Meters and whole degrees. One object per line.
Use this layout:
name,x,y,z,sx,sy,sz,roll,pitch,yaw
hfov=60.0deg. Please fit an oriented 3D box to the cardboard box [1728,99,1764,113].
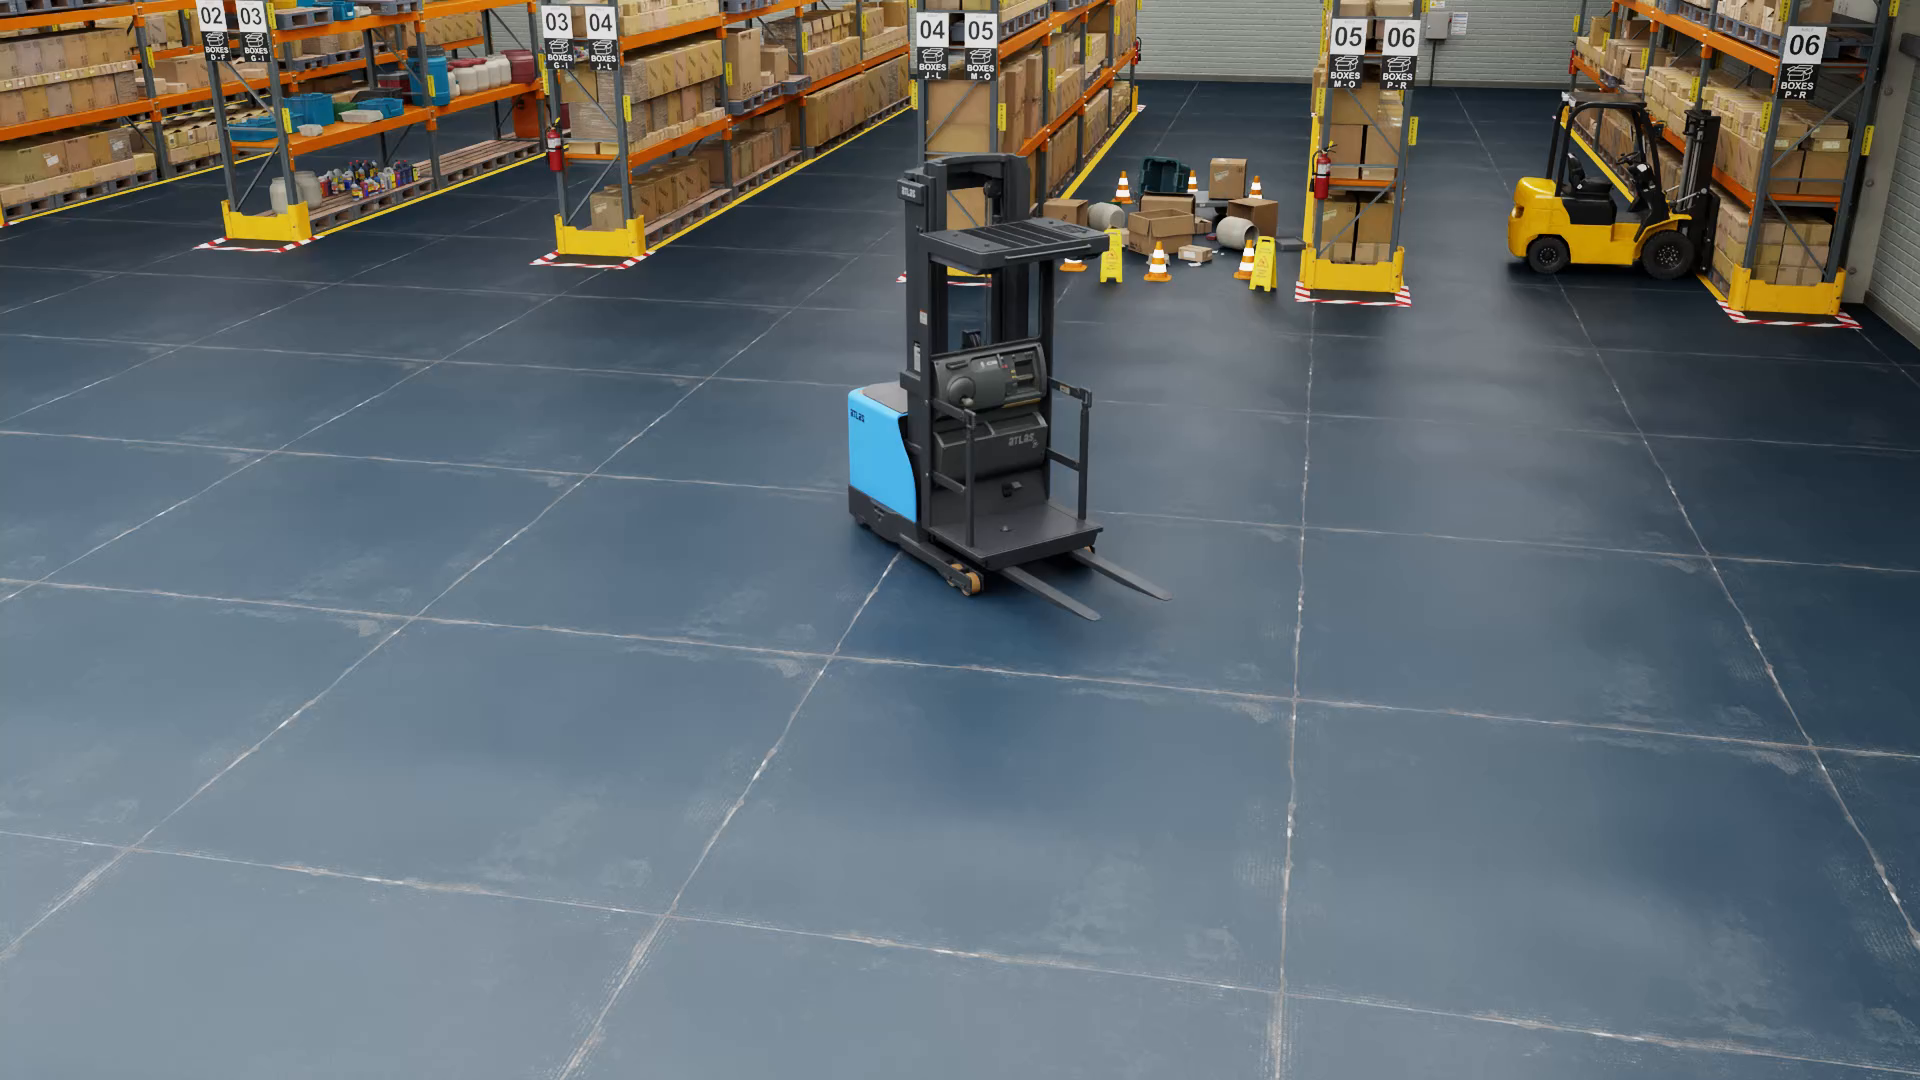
cardboard box,9.976,-5.497,21.087,0.380,0.149,0.250,4,22,11

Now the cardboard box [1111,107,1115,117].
cardboard box,2.810,-8.345,32.414,0.380,0.149,0.250,5,23,13

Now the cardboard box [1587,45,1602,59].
cardboard box,12.322,-9.336,31.822,0.500,0.250,0.500,4,22,10

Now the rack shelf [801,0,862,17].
rack shelf,-2.821,-9.968,30.535,1.077,0.370,4.000,4,22,11

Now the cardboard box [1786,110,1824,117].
cardboard box,10.199,-5.090,20.077,0.380,0.149,0.250,5,23,13

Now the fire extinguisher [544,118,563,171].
fire extinguisher,-5.336,-5.210,21.878,0.296,0.674,0.183,4,22,11

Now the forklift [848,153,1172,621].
forklift,0.340,-1.164,11.820,1.130,2.935,3.031,-14,26,-30

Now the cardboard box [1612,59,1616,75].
cardboard box,11.490,-8.162,28.723,0.396,0.266,0.258,6,23,14

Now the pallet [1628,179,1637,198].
pallet,11.127,-5.454,26.114,1.003,0.211,1.213,4,22,11

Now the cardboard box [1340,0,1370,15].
cardboard box,4.711,-6.379,19.932,0.380,0.149,0.250,5,22,12

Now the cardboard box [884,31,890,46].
cardboard box,-1.745,-10.413,34.495,0.500,0.250,0.500,4,22,11

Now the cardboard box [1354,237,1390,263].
cardboard box,5.276,-3.690,21.120,0.500,0.250,0.500,4,22,10

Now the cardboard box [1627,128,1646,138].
cardboard box,11.211,-6.684,27.351,0.380,0.149,0.250,3,22,8

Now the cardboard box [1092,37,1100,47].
cardboard box,2.370,-9.130,30.486,0.380,0.149,0.250,4,22,11

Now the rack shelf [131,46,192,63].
rack shelf,-17.368,-9.709,33.908,1.077,0.370,4.000,4,22,11

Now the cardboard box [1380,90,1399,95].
cardboard box,5.809,-5.963,23.112,0.500,0.500,0.500,4,22,10

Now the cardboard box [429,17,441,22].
cardboard box,-11.528,-11.436,35.760,0.500,0.500,0.500,4,22,9

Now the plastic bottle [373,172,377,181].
plastic bottle,-8.989,-5.540,25.641,0.061,0.283,0.133,4,22,11

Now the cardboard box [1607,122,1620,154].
cardboard box,11.625,-7.007,29.020,0.500,0.500,0.500,4,22,9

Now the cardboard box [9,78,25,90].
cardboard box,-14.110,-6.763,24.630,0.380,0.149,0.250,4,22,10

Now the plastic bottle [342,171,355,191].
plastic bottle,-9.440,-5.544,25.660,0.152,0.276,0.135,4,22,11

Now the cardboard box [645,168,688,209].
cardboard box,-4.325,-5.164,24.445,0.500,0.500,0.500,2,22,6

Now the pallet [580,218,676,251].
pallet,-4.645,-4.281,23.201,1.003,0.211,1.213,4,22,11

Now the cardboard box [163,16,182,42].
cardboard box,-16.807,-10.780,35.045,0.500,0.500,0.500,4,22,10

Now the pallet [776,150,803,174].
pallet,-3.390,-6.599,28.957,1.003,0.211,1.213,4,22,11

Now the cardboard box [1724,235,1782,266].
cardboard box,9.494,-3.473,19.912,0.500,0.250,0.500,4,22,10

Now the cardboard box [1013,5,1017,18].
cardboard box,0.512,-6.732,21.179,0.380,0.149,0.250,5,22,11

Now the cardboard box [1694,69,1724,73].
cardboard box,11.520,-7.155,25.601,0.380,0.149,0.250,5,22,12

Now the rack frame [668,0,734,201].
rack frame,-4.045,-6.715,25.513,1.000,3.000,0.127,4,22,11

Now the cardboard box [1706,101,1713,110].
cardboard box,10.143,-5.739,22.086,0.380,0.149,0.250,5,22,12

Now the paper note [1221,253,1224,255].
paper note,3.543,-3.860,22.425,0.032,0.001,0.123,4,22,11

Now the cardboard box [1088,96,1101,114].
cardboard box,2.306,-7.936,30.324,0.500,0.250,0.500,3,22,9

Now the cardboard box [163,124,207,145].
cardboard box,-13.307,-6.966,28.503,0.500,0.311,0.500,4,22,10

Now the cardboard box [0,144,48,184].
cardboard box,-14.131,-5.638,24.953,0.500,0.500,0.500,4,22,11

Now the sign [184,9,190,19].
sign,-16.427,-11.237,35.295,0.100,0.325,0.005,4,22,11

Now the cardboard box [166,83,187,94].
cardboard box,-13.361,-7.664,28.204,0.380,0.149,0.250,4,22,11

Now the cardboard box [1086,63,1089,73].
cardboard box,2.058,-8.285,29.185,0.380,0.149,0.250,5,23,13

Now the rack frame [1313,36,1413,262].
rack frame,4.840,-4.497,20.005,1.000,3.000,0.127,4,22,11

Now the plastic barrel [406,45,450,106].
plastic barrel,-8.518,-7.444,26.650,0.600,0.901,0.708,4,22,11

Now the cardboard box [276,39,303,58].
cardboard box,-12.908,-9.415,31.520,0.700,0.500,0.500,-3,22,-7

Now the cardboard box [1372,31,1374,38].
cardboard box,5.482,-6.538,21.394,0.380,0.149,0.250,4,22,10

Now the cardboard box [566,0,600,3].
cardboard box,-4.994,-7.079,22.068,0.380,0.149,0.250,3,22,9

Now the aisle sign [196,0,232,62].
aisle sign,-10.015,-6.832,22.323,0.394,0.787,0.004,4,22,11

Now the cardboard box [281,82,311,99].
cardboard box,-12.958,-8.708,32.214,0.500,0.250,0.500,5,23,13

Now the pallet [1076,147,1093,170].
pallet,1.767,-6.756,29.345,1.003,0.211,1.213,4,22,11

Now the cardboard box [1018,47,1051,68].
cardboard box,0.989,-7.181,25.196,0.700,0.500,0.500,4,22,10

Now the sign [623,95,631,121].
sign,-4.330,-5.613,21.616,0.100,0.325,0.005,4,22,11

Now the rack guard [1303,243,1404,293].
rack guard,4.856,-3.365,20.541,1.175,0.500,0.348,4,22,11

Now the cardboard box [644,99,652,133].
cardboard box,-4.738,-5.828,22.777,0.875,0.500,0.500,4,22,11

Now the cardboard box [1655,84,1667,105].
cardboard box,10.775,-6.692,24.985,0.500,0.250,0.500,4,22,10

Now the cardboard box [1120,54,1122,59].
cardboard box,3.022,-9.674,33.194,0.380,0.149,0.250,5,23,13

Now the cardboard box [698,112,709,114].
cardboard box,-3.971,-6.320,24.868,0.380,0.149,0.250,4,22,11

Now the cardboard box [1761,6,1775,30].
cardboard box,9.624,-6.109,19.476,0.396,0.266,0.258,5,22,11

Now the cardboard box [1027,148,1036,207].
cardboard box,0.593,-5.285,24.243,0.875,0.875,0.875,5,22,12

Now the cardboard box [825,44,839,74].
cardboard box,-2.555,-8.941,30.905,0.500,0.500,0.500,5,22,11

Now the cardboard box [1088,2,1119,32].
cardboard box,2.753,-10.021,31.849,0.500,0.500,0.500,5,22,12

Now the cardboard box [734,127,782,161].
cardboard box,-3.447,-6.773,28.412,0.700,0.500,0.500,3,22,6
